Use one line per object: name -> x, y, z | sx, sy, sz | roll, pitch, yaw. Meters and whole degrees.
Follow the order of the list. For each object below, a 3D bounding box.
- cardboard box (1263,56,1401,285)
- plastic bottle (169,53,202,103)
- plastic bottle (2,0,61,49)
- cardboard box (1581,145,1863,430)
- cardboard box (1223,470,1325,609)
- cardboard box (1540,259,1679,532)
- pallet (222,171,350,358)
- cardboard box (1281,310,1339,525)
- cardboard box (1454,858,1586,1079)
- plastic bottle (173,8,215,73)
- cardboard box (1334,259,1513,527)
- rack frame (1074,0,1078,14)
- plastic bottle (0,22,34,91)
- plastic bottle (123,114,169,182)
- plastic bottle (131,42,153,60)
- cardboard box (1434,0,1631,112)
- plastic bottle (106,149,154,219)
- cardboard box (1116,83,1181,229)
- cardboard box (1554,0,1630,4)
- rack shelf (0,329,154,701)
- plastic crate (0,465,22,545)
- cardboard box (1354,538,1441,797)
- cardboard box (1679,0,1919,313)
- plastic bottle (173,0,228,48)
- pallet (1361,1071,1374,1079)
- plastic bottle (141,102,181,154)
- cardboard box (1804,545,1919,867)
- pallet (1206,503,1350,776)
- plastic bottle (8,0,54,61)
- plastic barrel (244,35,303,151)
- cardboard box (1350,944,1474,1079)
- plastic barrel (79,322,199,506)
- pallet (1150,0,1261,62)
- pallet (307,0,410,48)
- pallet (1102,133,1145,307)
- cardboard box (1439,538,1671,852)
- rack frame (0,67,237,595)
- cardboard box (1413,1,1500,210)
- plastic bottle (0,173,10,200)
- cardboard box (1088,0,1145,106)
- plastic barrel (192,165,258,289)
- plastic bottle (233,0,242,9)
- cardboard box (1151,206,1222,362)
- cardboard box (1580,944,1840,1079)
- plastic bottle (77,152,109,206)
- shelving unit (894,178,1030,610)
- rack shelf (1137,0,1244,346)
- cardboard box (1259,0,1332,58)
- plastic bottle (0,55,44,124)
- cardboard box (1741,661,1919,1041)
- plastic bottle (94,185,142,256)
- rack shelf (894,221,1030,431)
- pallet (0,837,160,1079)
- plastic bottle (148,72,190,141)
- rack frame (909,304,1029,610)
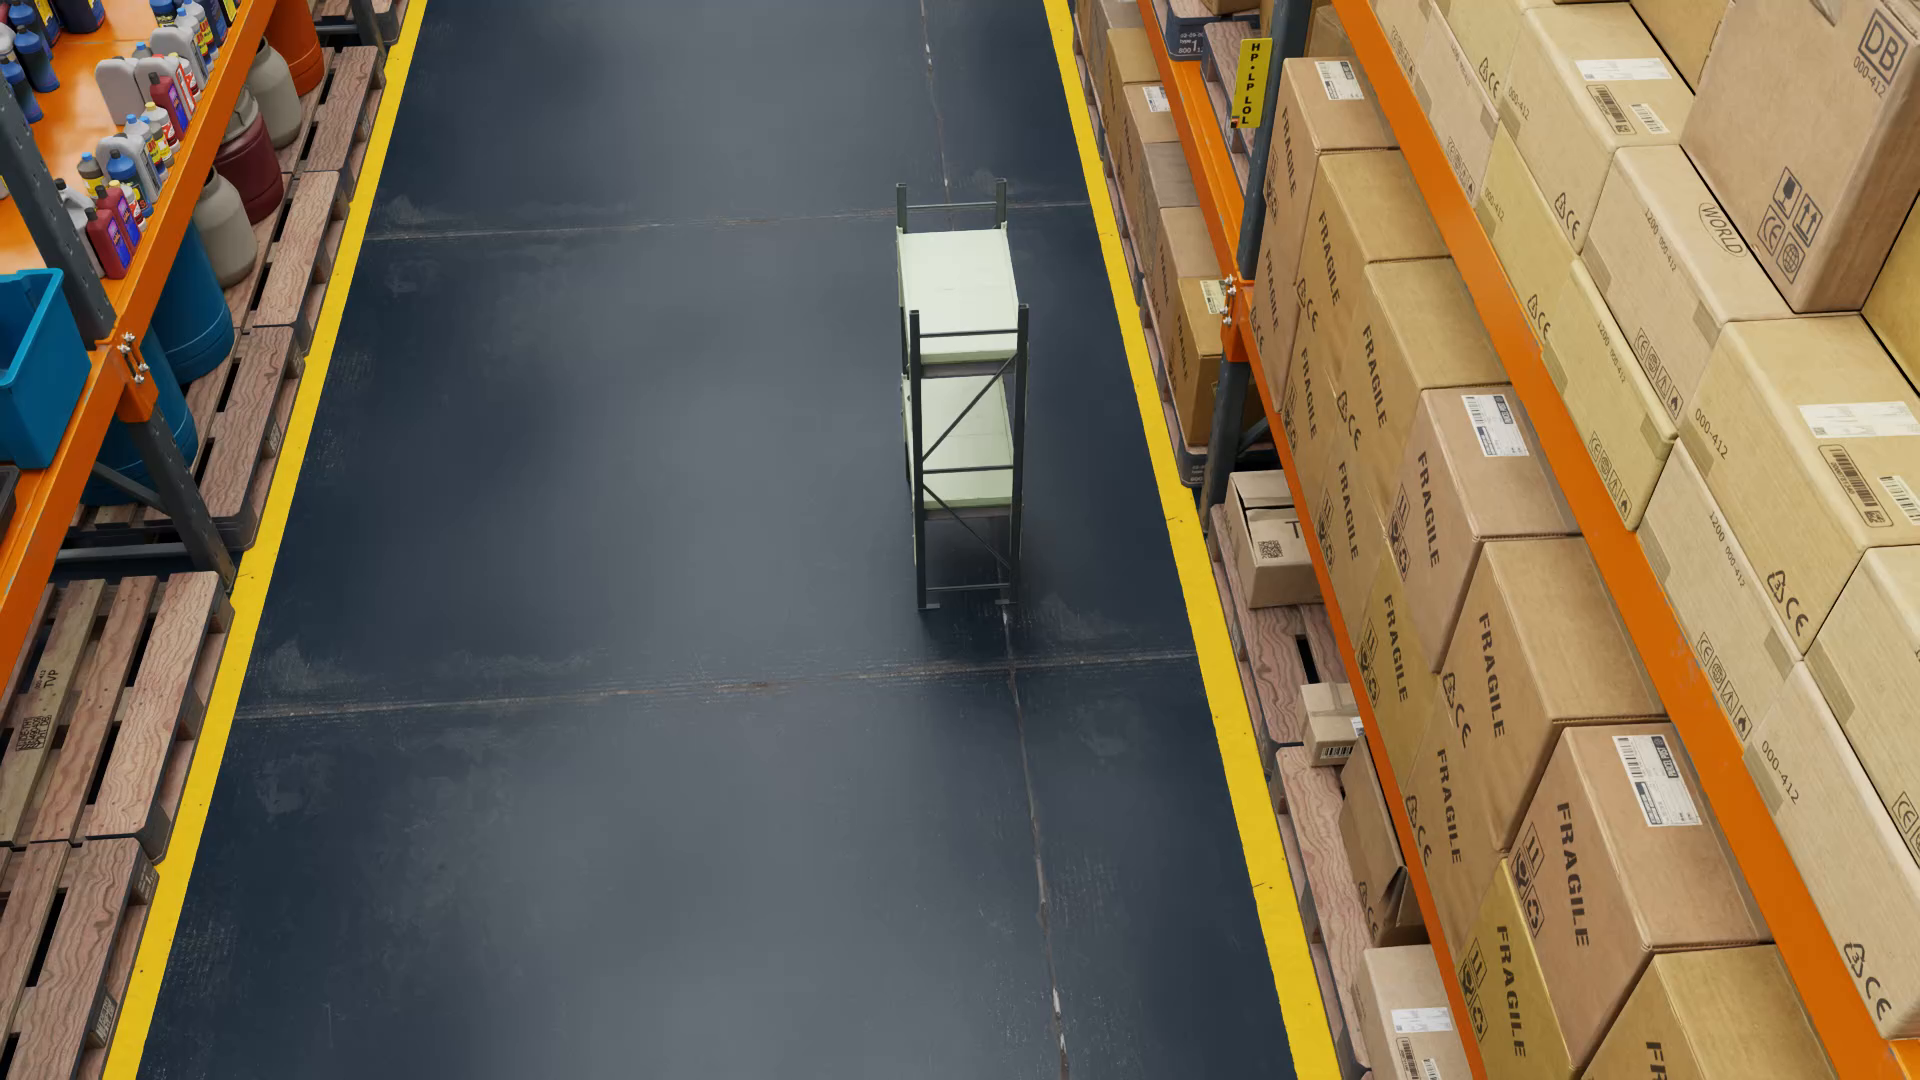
cardboard box -> 1.262, -1.147, 5.150 | 0.500, 0.500, 0.500 | -2, 47, -2
plastic bottle -> -3.152, -1.874, 6.732 | 0.097, 0.201, 0.097 | 0, 47, 0
plastic bottle -> -3.928, -2.254, 6.989 | 0.144, 0.351, 0.185 | -3, 47, -3
cardboard box -> 1.461, -0.465, 2.954 | 0.500, 0.250, 0.500 | -3, 47, -3
cardboard box -> 1.323, -0.037, 6.404 | 0.500, 0.311, 0.500 | -3, 47, -3
cardboard box -> 1.446, -0.292, 3.134 | 0.500, 0.250, 0.500 | -3, 47, -3
pallet -> -3.562, -1.315, 7.987 | 1.003, 0.211, 1.213 | -3, 47, -3
cardboard box -> 1.320, -0.406, 5.136 | 0.500, 0.500, 0.500 | -3, 47, -3
cardboard box -> 1.482, 1.050, 3.757 | 0.500, 0.500, 0.500 | -3, 47, -3
plastic bottle -> -3.172, -2.066, 6.866 | 0.097, 0.271, 0.097 | 0, 47, 0
cardboard box -> 1.348, -0.402, 4.444 | 0.500, 0.500, 0.500 | -5, 47, -4
rack frame -> 1.168, -4.021, 8.629 | 1.000, 3.000, 0.127 | -3, 47, -3
plastic bottle -> -3.892, -1.946, 6.749 | 0.152, 0.276, 0.135 | -3, 47, -3
plastic bottle -> -3.105, -1.493, 6.323 | 0.097, 0.271, 0.097 | 0, 47, 0
plastic bottle -> -3.312, -1.935, 6.790 | 0.097, 0.201, 0.097 | 0, 47, 0
cardboard box -> 1.370, -1.188, 3.639 | 0.500, 0.250, 0.500 | -3, 47, -3
plastic bottle -> -3.086, -1.325, 6.164 | 0.097, 0.271, 0.097 | 0, 47, 0
cardboard box -> 1.057, -1.847, 7.989 | 0.500, 0.500, 0.500 | -5, 47, -5
cardboard box -> 1.530, -1.456, 3.376 | 0.700, 0.500, 0.500 | -3, 47, -3
rack shelf -> -3.266, 0.866, 4.496 | 1.077, 0.370, 4.000 | -3, 47, -3
plastic crate -> -3.072, 0.039, 4.932 | 0.437, 0.125, 0.590 | -3, 47, -3
cardboard box -> 1.404, 0.324, 4.445 | 0.500, 0.500, 0.500 | -4, 47, -4
cardboard box -> 1.673, -0.736, 2.694 | 0.700, 0.500, 0.500 | -3, 47, -3
plastic bottle -> -3.215, -2.264, 6.999 | 0.144, 0.351, 0.185 | -3, 47, -3
pallet -> 1.764, 2.094, 4.758 | 1.003, 0.211, 1.213 | -3, 47, -3
plastic bottle -> -3.122, -1.610, 6.482 | 0.097, 0.201, 0.097 | 0, 47, 0
cardboard box -> 1.541, 0.259, 2.268 | 0.500, 0.250, 0.500 | -3, 47, -3
pallet -> 1.560, 0.329, 6.430 | 1.003, 0.211, 1.213 | -3, 47, -3
plastic bottle -> -3.879, -2.127, 6.923 | 0.097, 0.271, 0.097 | 0, 47, 0
plastic barrel -> -3.574, -2.256, 8.381 | 0.421, 0.512, 0.421 | 0, 47, 0
cardboard box -> 1.497, 1.494, 4.997 | 0.500, 0.250, 0.500 | -3, 47, -3
plastic barrel -> -3.462, -0.646, 6.589 | 0.600, 0.901, 0.708 | -3, 47, -3
pallet -> 1.336, -2.548, 7.366 | 1.003, 0.211, 1.213 | -3, 47, -3
pallet -> -3.794, -3.327, 9.892 | 1.003, 0.211, 1.213 | -3, 47, -3
pallet -> 1.292, -1.639, 8.294 | 1.003, 0.211, 1.213 | -3, 47, -3
cardboard box -> 1.435, 0.343, 3.738 | 0.500, 0.500, 0.500 | -2, 47, -2
rack frame -> -3.433, -0.829, 5.605 | 1.000, 3.000, 0.127 | -3, 47, -3
cardboard box -> 1.375, -1.016, 3.820 | 0.500, 0.250, 0.500 | -3, 47, -3
plastic bottle -> -3.693, -1.466, 6.243 | 0.144, 0.351, 0.185 | -3, 47, -3
cardboard box -> 0.971, -2.588, 8.690 | 0.500, 0.500, 0.500 | -5, 47, -5
plastic barrel -> -3.479, -1.439, 7.607 | 0.421, 0.512, 0.421 | 0, 47, 0
plastic bottle -> -3.242, -2.495, 7.217 | 0.144, 0.351, 0.185 | -3, 47, -3
cardboard box -> 1.143, -1.117, 7.297 | 0.500, 0.500, 0.500 | -3, 47, -3
cardboard box -> 1.527, 1.083, 3.037 | 0.500, 0.500, 0.500 | -4, 47, -4
plastic bottle -> -3.246, -1.362, 6.248 | 0.097, 0.201, 0.097 | 0, 47, 0
shelving unit -> -0.001, -0.521, 6.347 | 0.431, 1.500, 0.755 | -3, 47, -3
rack shelf -> 1.336, -2.327, 7.520 | 1.077, 0.370, 4.000 | -3, 47, -3
cardboard box -> 1.566, -2.156, 6.504 | 0.700, 0.500, 0.500 | 3, 47, 3
plastic bottle -> -3.750, -1.798, 6.612 | 0.097, 0.271, 0.097 | 0, 47, 0
cardboard box -> 1.532, 0.431, 2.449 | 0.500, 0.250, 0.500 | -3, 47, -3
plastic bottle -> -3.050, -1.176, 6.015 | 0.061, 0.283, 0.133 | -3, 47, -3
rack shelf -> -0.001, -0.789, 6.063 | 0.431, 0.370, 0.720 | -3, 47, -3
pallet -> -3.228, 1.544, 5.278 | 1.003, 0.211, 1.213 | -3, 47, -3
plastic bottle -> -3.113, -1.722, 6.532 | 0.061, 0.283, 0.133 | -3, 47, -3
rack frame -> 0.030, -0.256, 6.096 | 0.400, 1.500, 0.023 | -3, 47, -3
